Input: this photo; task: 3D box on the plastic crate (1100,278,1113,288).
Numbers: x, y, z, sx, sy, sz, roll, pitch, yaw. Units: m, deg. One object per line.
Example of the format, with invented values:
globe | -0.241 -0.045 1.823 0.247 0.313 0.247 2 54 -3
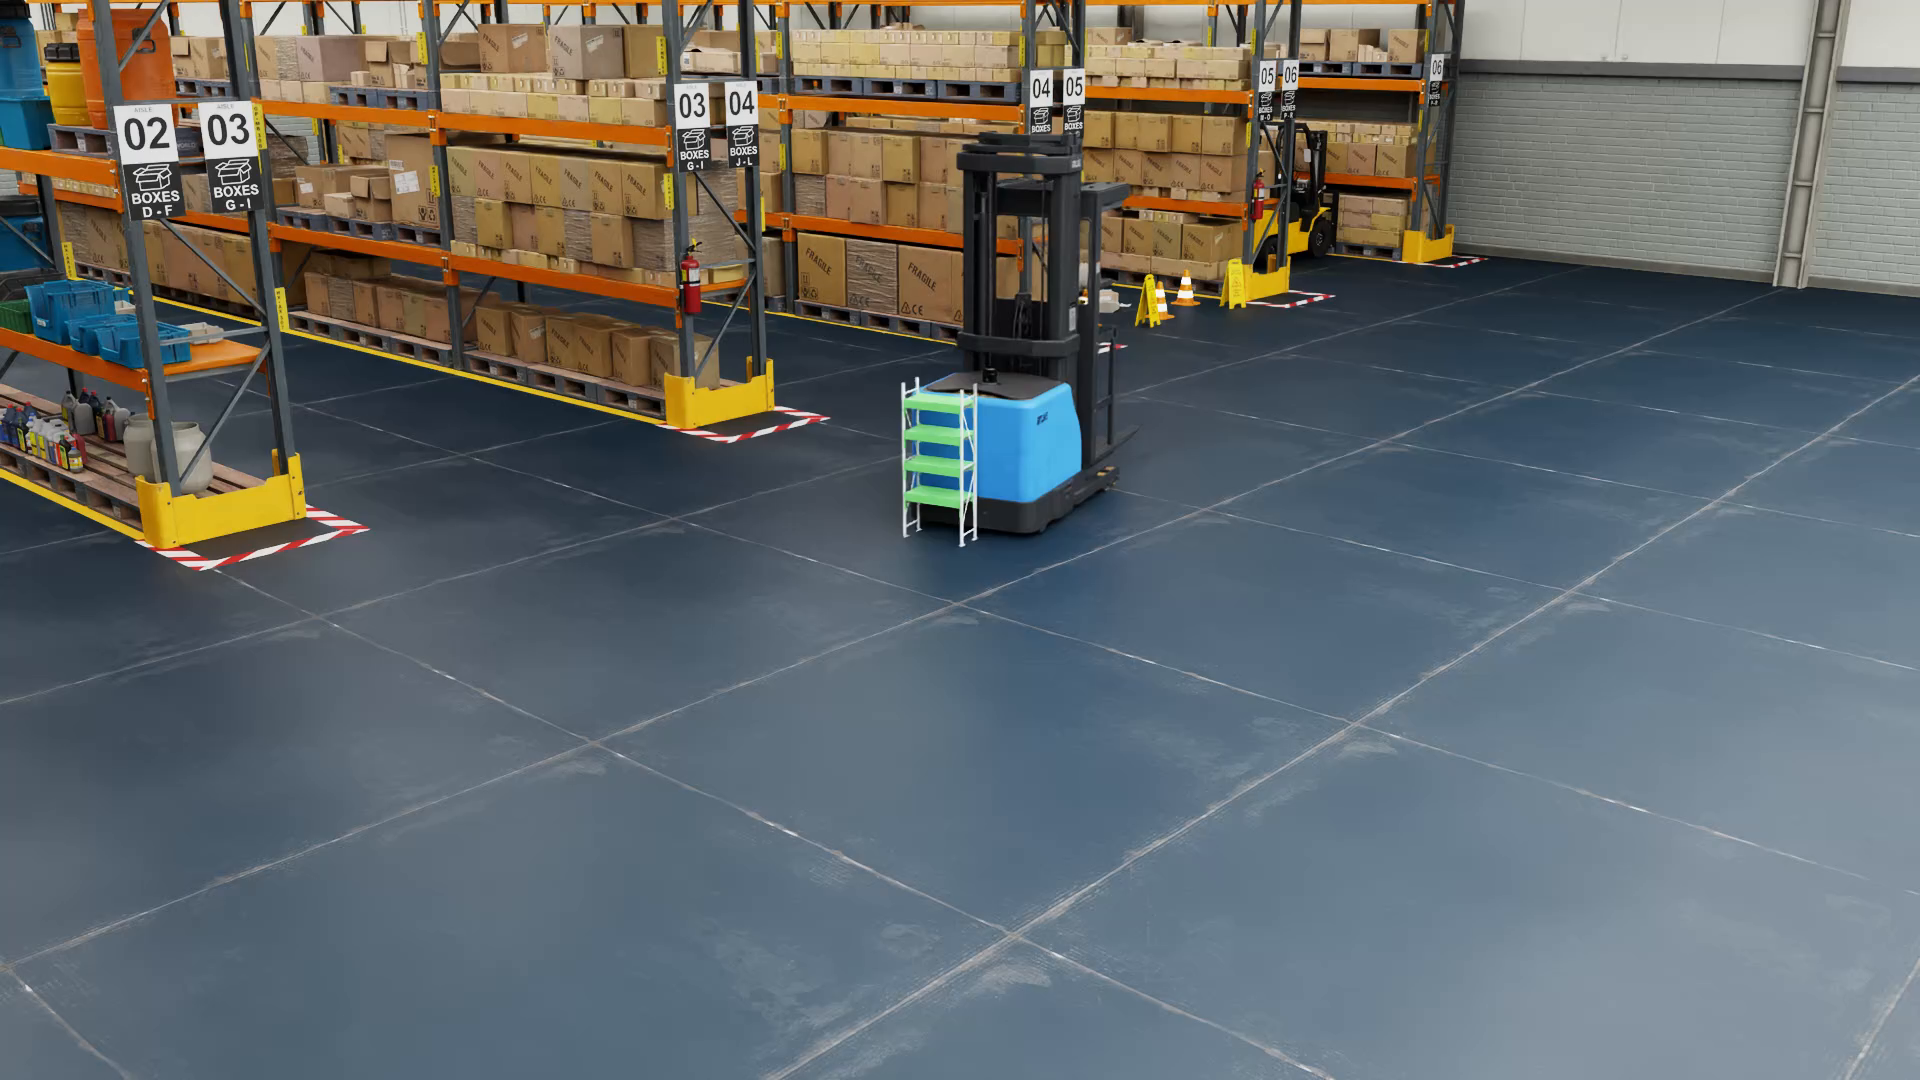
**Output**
plastic crate | 1.912 -3.790 24.423 0.583 0.080 0.402 7 19 21

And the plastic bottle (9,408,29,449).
plastic bottle | -8.114 -0.973 14.372 0.185 0.351 0.144 14 22 37

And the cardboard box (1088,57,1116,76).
cardboard box | 2.188 -6.828 23.964 0.500 0.250 0.500 15 23 40

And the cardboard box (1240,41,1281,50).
cardboard box | 5.035 -8.219 27.881 0.500 0.311 0.500 16 23 40

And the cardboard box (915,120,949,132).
cardboard box | -0.361 -6.422 26.539 0.500 0.500 0.500 14 22 37

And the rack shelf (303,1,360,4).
rack shelf | -9.407 -9.065 27.495 4.000 0.370 1.077 15 23 39

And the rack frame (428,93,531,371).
rack frame | -5.295 -3.441 18.494 0.127 3.000 1.000 15 23 39

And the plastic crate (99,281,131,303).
plastic crate | -7.575 -2.088 14.479 0.616 0.251 0.499 15 23 39

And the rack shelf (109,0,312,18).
rack shelf | -9.783 -6.971 21.552 4.000 0.370 1.077 15 23 39

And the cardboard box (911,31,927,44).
cardboard box | -0.364 -5.924 19.597 0.250 0.149 0.380 15 23 38

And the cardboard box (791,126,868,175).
cardboard box | -1.675 -5.047 21.522 0.550 0.550 0.875 15 23 39

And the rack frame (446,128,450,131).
rack frame | -7.911 -6.149 27.028 0.127 3.000 1.000 15 23 39

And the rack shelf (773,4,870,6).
rack shelf | -2.905 -11.329 34.629 4.000 0.370 1.077 15 23 39

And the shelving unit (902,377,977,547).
shelving unit | -0.154 -0.586 12.473 0.503 1.200 0.258 9 20 26

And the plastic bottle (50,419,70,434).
plastic bottle | -7.716 -0.891 14.235 0.135 0.276 0.152 15 23 39

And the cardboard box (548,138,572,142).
cardboard box | -6.121 -6.110 25.642 0.250 0.149 0.380 16 24 41

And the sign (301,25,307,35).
sign | -11.263 -8.675 28.585 0.005 0.325 0.100 15 23 39

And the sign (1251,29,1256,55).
sign | 3.891 -6.610 22.058 0.005 0.325 0.100 15 23 39

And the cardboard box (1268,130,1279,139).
cardboard box | 5.377 -6.823 27.914 0.250 0.149 0.380 15 23 39

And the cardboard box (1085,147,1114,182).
cardboard box | 2.184 -5.522 24.394 0.500 0.500 0.500 15 23 39

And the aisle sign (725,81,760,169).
aisle sign | -2.058 -3.932 15.745 0.004 0.787 0.394 15 23 39

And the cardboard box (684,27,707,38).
cardboard box | -5.002 -9.180 30.595 0.500 0.500 0.500 16 23 40

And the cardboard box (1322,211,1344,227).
cardboard box | 6.227 -5.360 27.568 0.500 0.250 0.500 14 23 38

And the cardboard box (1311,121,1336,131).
cardboard box | 6.007 -6.833 27.454 0.250 0.149 0.380 15 23 40

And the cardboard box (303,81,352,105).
cardboard box | -7.330 -5.246 19.472 0.500 0.250 0.500 16 23 40

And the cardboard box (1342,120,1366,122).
cardboard box | 6.557 -6.903 27.675 0.250 0.149 0.380 14 23 38

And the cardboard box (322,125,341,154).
cardboard box | -10.751 -6.989 29.017 0.500 0.500 0.500 16 24 42

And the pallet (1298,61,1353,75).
pallet | 6.138 -7.784 27.367 1.213 0.211 1.003 15 23 39

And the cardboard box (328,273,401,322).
cardboard box | -7.349 -3.024 20.585 0.500 0.500 0.700 13 22 35

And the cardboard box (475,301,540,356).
cardboard box | -5.023 -2.360 18.527 0.500 0.500 0.500 14 22 38

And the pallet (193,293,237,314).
pallet | -9.735 -3.335 22.771 1.213 0.211 1.003 15 23 39

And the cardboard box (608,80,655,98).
cardboard box | -3.113 -4.280 15.769 0.250 0.149 0.380 14 22 37

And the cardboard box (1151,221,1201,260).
cardboard box | 3.109 -4.332 23.916 0.500 0.500 0.500 16 24 41

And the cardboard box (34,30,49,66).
cardboard box | -13.505 -7.343 24.806 0.500 0.500 0.700 14 22 37

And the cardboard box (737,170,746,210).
cardboard box | -2.873 -4.736 22.410 0.500 0.500 0.500 15 23 39

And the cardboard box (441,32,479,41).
cardboard box | -7.701 -7.725 26.177 0.500 0.500 0.700 15 23 39

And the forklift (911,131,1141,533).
forklift | 0.699 -1.848 13.590 1.130 2.935 3.031 8 19 24

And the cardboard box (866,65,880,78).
cardboard box | -0.927 -5.695 20.195 0.250 0.149 0.380 15 23 39

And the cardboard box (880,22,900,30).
cardboard box | -1.416 -10.170 33.120 0.258 0.266 0.396 15 23 39

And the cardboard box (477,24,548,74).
cardboard box | -4.790 -5.265 17.802 0.500 0.500 0.500 14 22 38

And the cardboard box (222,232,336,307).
cardboard box | -8.790 -3.574 21.734 0.875 0.875 1.225 14 22 37

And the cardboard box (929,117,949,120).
cardboard box | -0.298 -6.920 27.034 0.250 0.149 0.380 14 22 37

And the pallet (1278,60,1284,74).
pallet | 5.230 -8.029 28.139 1.213 0.211 1.003 15 23 39

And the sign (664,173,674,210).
sign | -2.687 -3.218 15.358 0.005 0.325 0.100 15 23 39

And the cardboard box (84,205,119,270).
cardboard box | -12.393 -4.566 24.857 0.875 0.875 0.875 15 23 39

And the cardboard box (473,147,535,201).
cardboard box | -4.753 -3.859 17.502 0.500 0.500 0.500 15 23 39

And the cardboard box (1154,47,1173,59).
cardboard box | 2.943 -6.850 23.376 0.250 0.149 0.380 14 22 38

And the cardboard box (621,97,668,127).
cardboard box | -2.833 -4.035 15.656 0.500 0.250 0.500 16 23 40

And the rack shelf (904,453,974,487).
rack shelf | -0.154 -0.525 12.493 0.480 0.148 0.258 9 20 26

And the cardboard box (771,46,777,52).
cardboard box | -2.972 -8.249 28.215 0.258 0.266 0.396 14 23 38

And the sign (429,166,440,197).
sign | -5.661 -3.866 17.921 0.005 0.325 0.100 15 23 39

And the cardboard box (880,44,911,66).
cardboard box | -0.613 -5.825 19.946 0.500 0.250 0.500 15 23 40

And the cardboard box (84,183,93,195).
cardboard box | -12.495 -5.121 24.204 0.250 0.149 0.380 16 23 40

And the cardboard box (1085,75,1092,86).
cardboard box | 1.931 -6.725 24.301 0.250 0.149 0.380 16 24 41

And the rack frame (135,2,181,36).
rack frame | -11.279 -7.906 22.648 0.127 3.000 1.000 15 23 39

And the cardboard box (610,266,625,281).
cardboard box | -3.238 -2.671 16.484 0.250 0.149 0.380 15 23 39
